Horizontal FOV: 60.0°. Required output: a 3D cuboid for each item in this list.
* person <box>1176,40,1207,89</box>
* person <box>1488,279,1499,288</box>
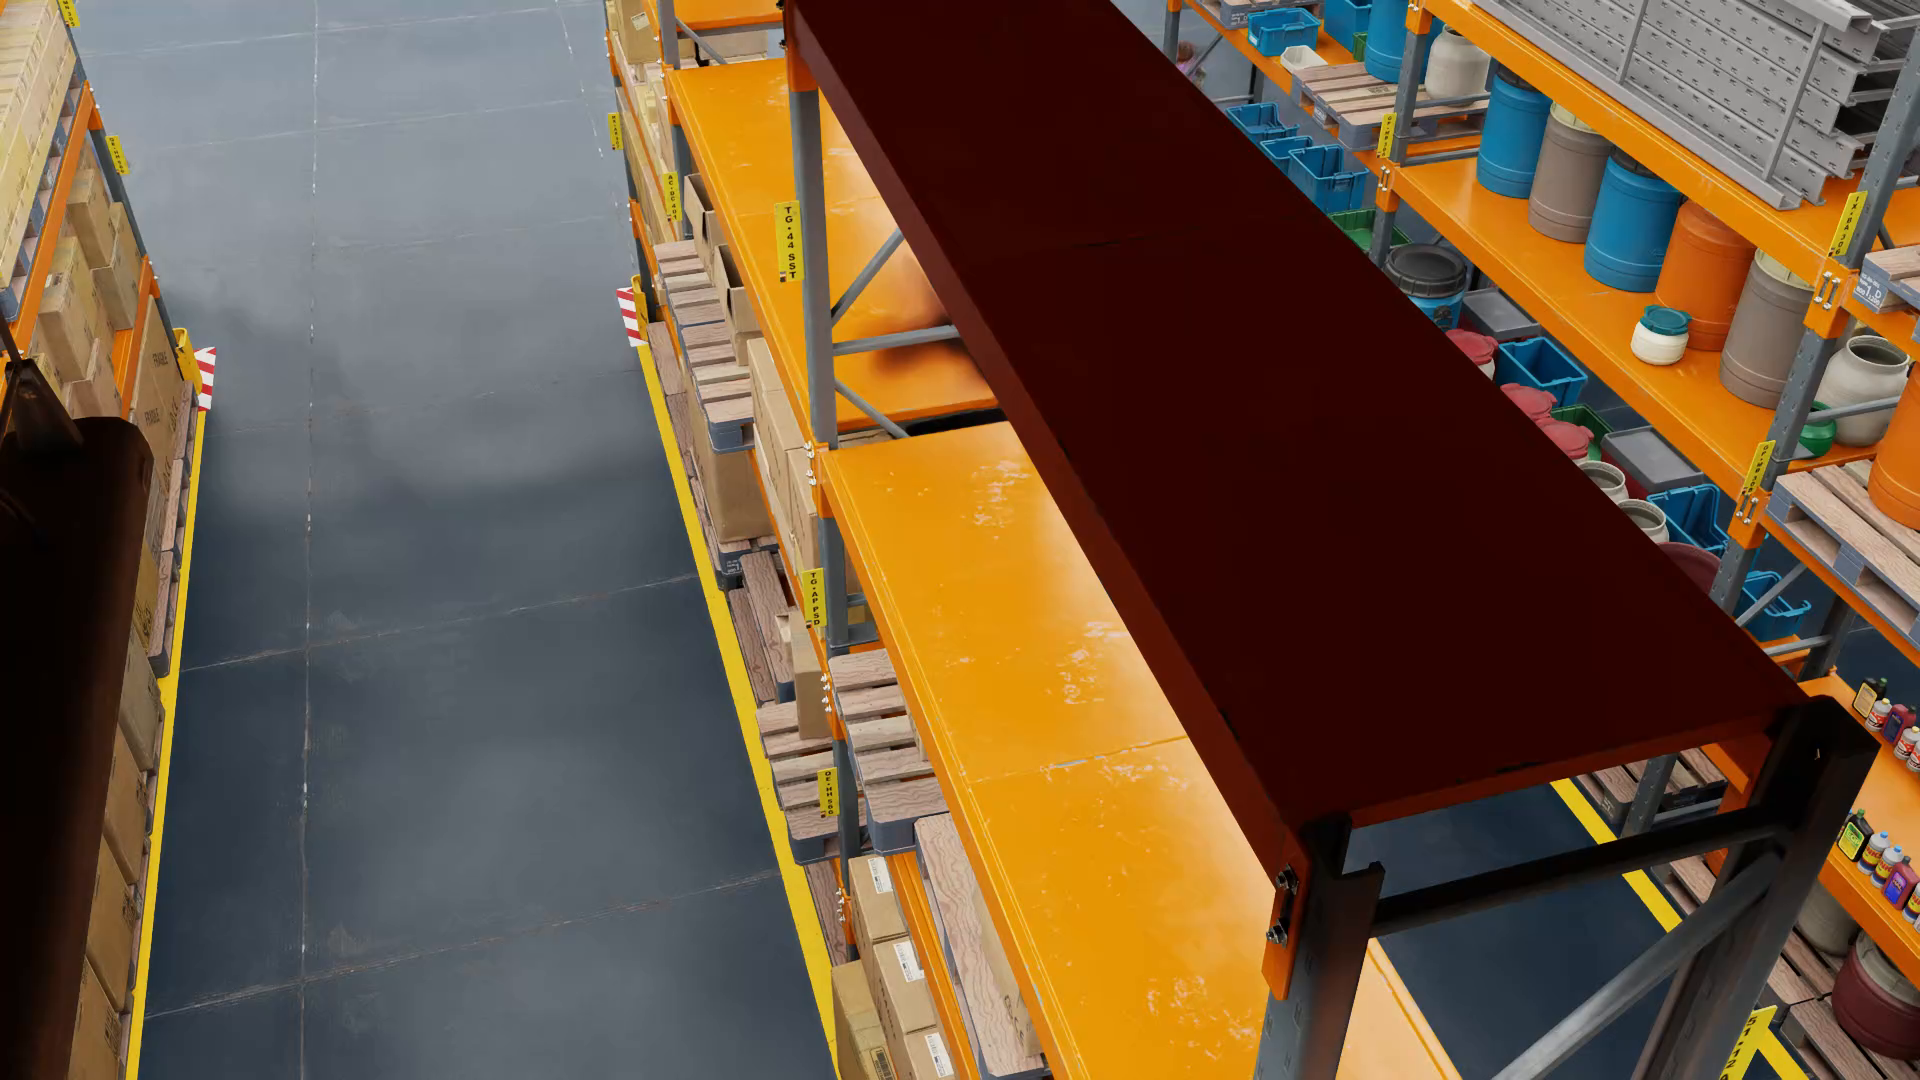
[{"bbox_3d":[2.216,-4.448,17.192,0.556,1.541,0.537,11,40,13],"label":"person"},{"bbox_3d":[4.710,-2.254,14.351,0.589,1.635,0.802,-15,41,-19],"label":"person"}]
